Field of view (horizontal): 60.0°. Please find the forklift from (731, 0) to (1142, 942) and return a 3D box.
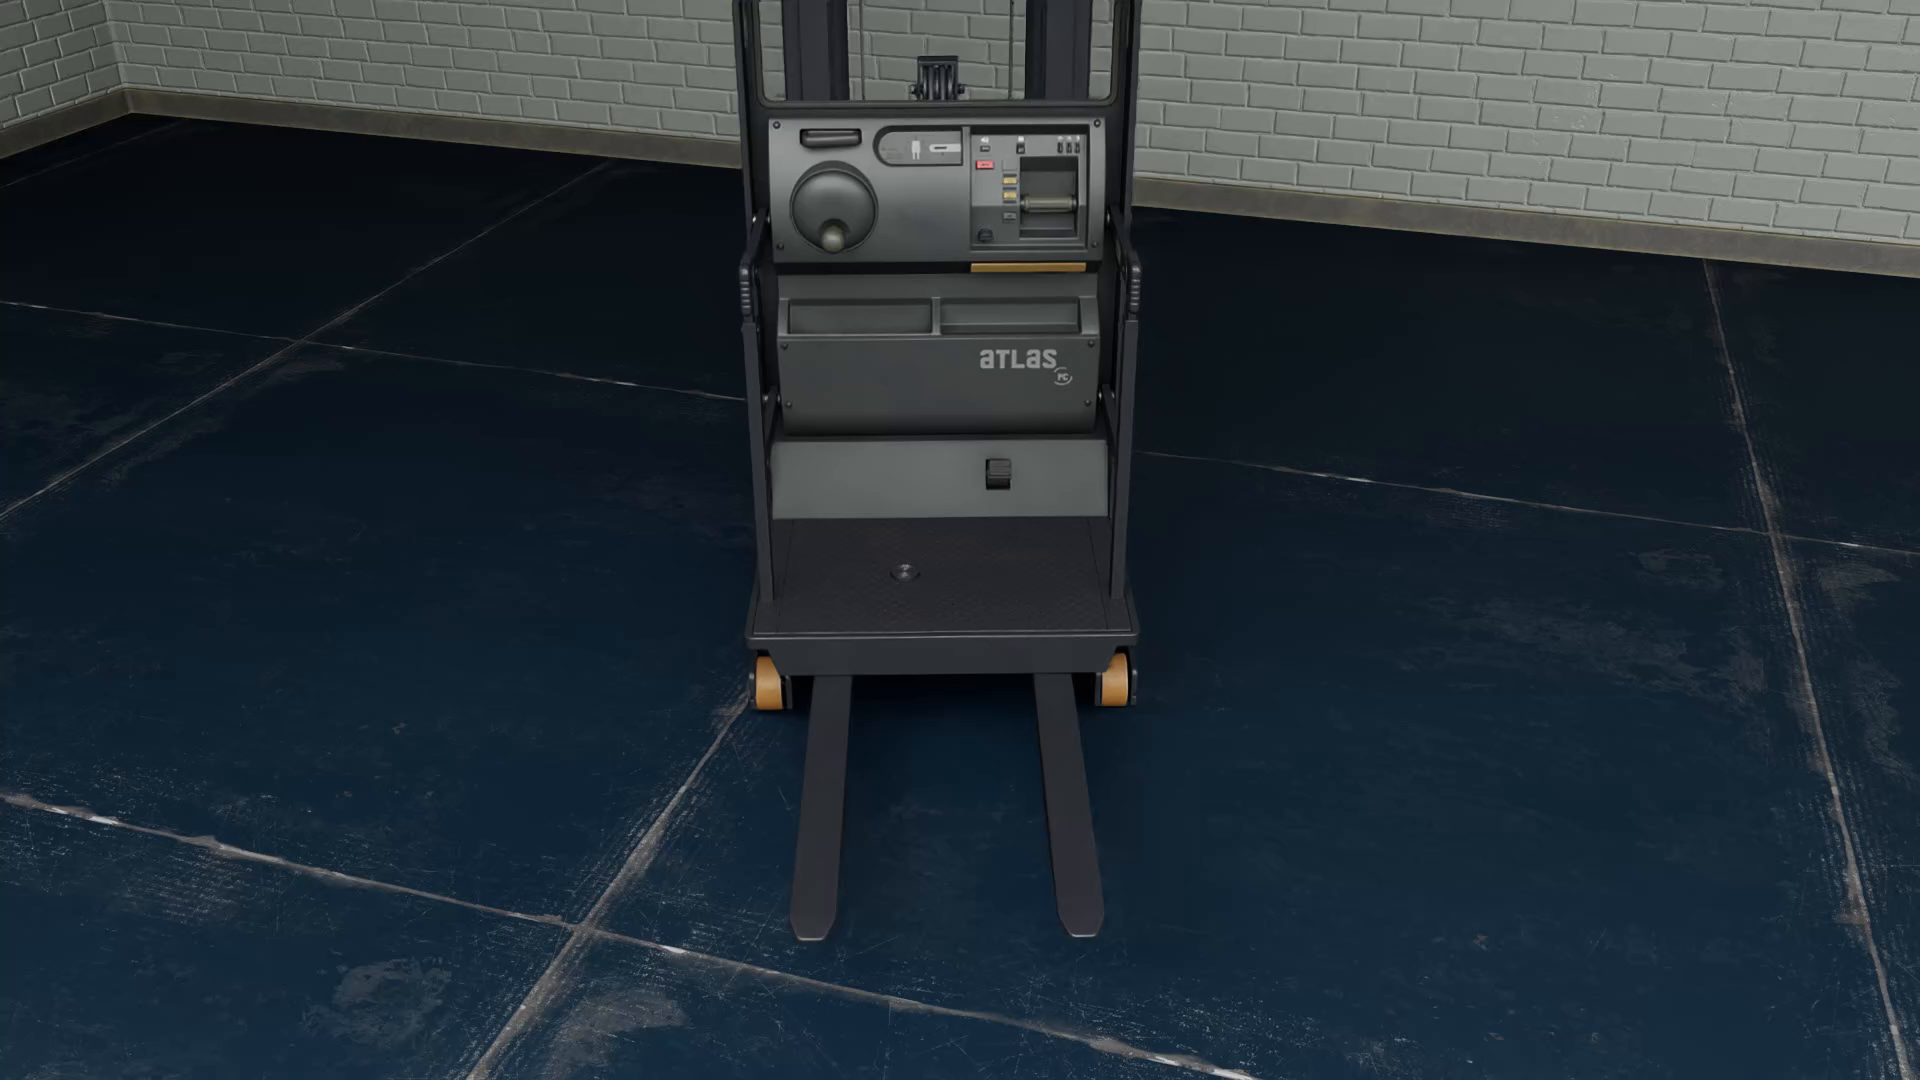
[{"bbox_3d":[-0.056,-0.936,4.418,1.130,2.935,3.031,-1,29,-1],"label":"forklift"}]
